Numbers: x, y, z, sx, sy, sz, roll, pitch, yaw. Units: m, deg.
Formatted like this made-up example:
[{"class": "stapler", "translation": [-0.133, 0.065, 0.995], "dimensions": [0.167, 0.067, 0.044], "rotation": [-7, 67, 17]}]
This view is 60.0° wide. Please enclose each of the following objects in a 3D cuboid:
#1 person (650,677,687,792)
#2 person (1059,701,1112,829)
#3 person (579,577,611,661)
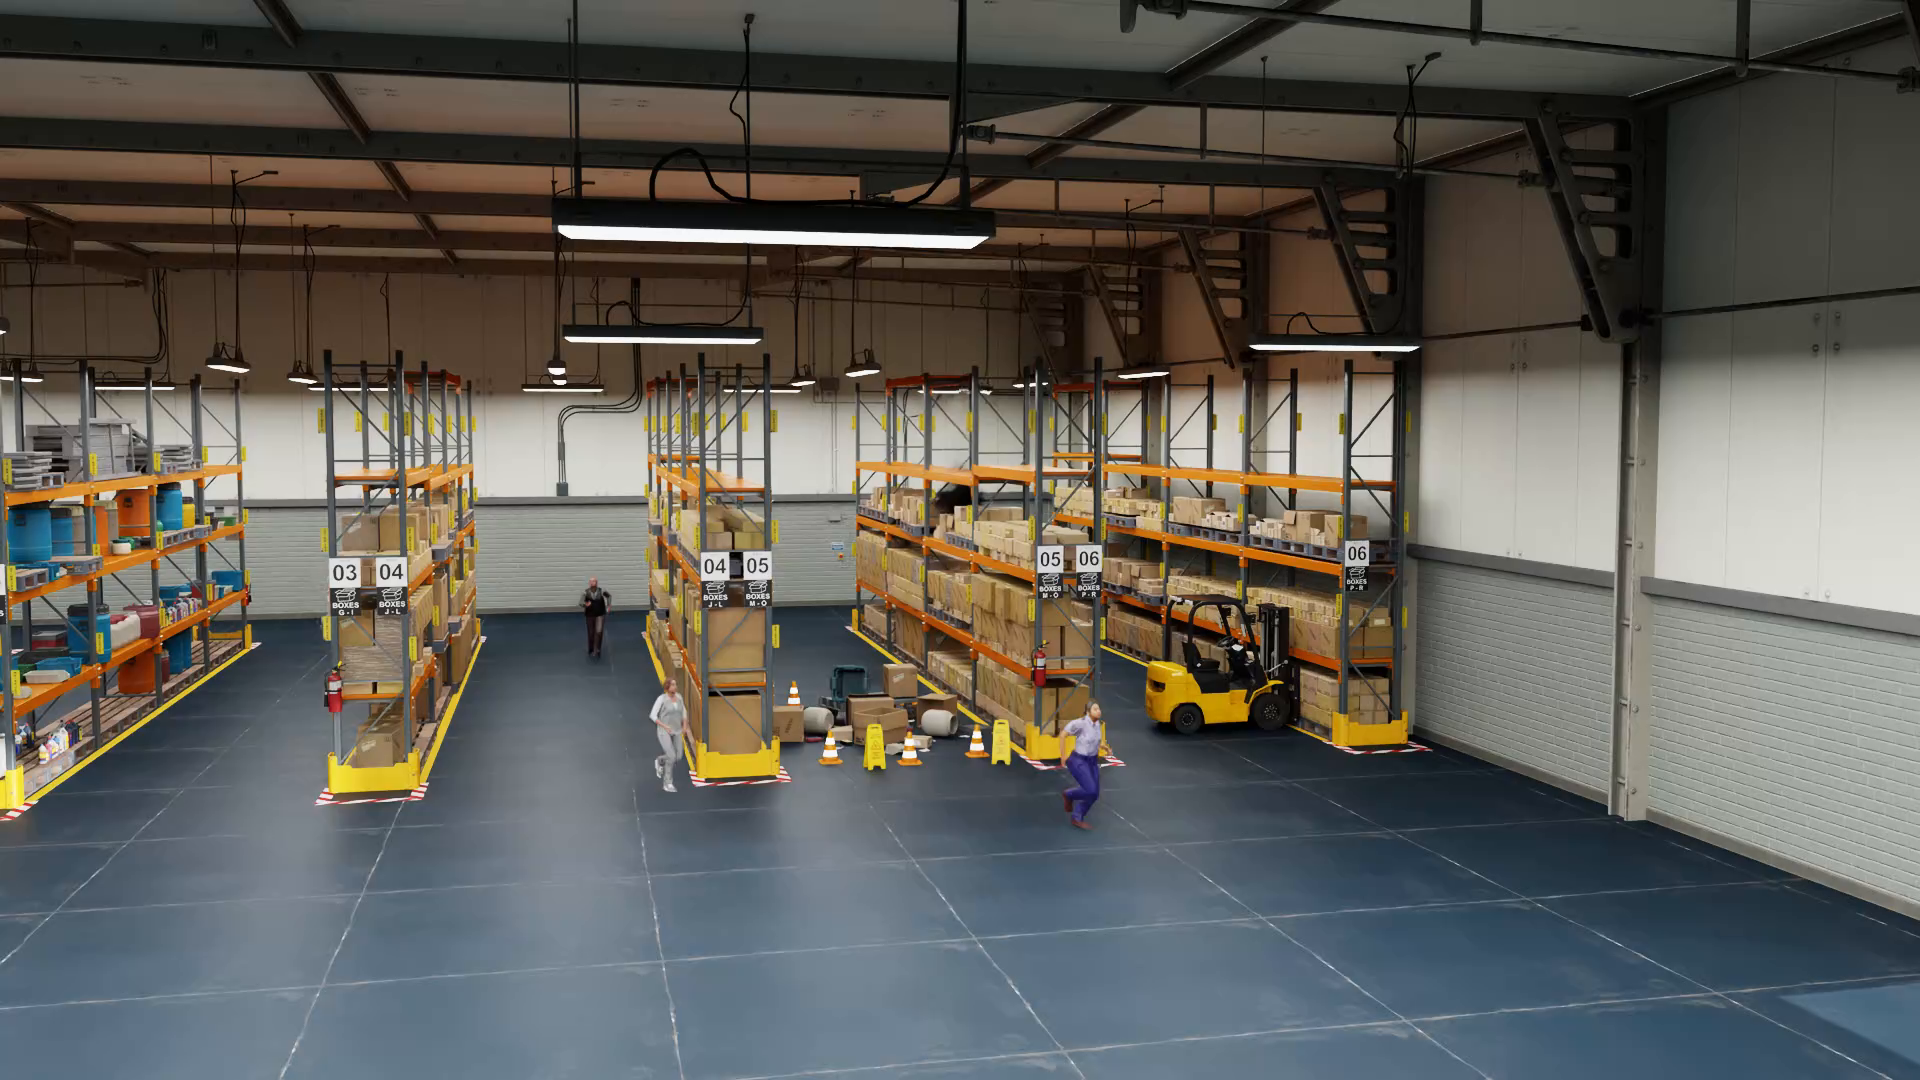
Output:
[{"class": "person", "translation": [-4.015, 2.655, 22.869], "dimensions": [0.582, 1.567, 0.599], "rotation": [-4, 5, -43]}, {"class": "person", "translation": [1.574, 2.793, 20.604], "dimensions": [0.624, 1.589, 0.645], "rotation": [3, 5, 41]}, {"class": "person", "translation": [-7.809, 1.670, 35.613], "dimensions": [0.662, 1.773, 0.904], "rotation": [0, 4, -7]}]
